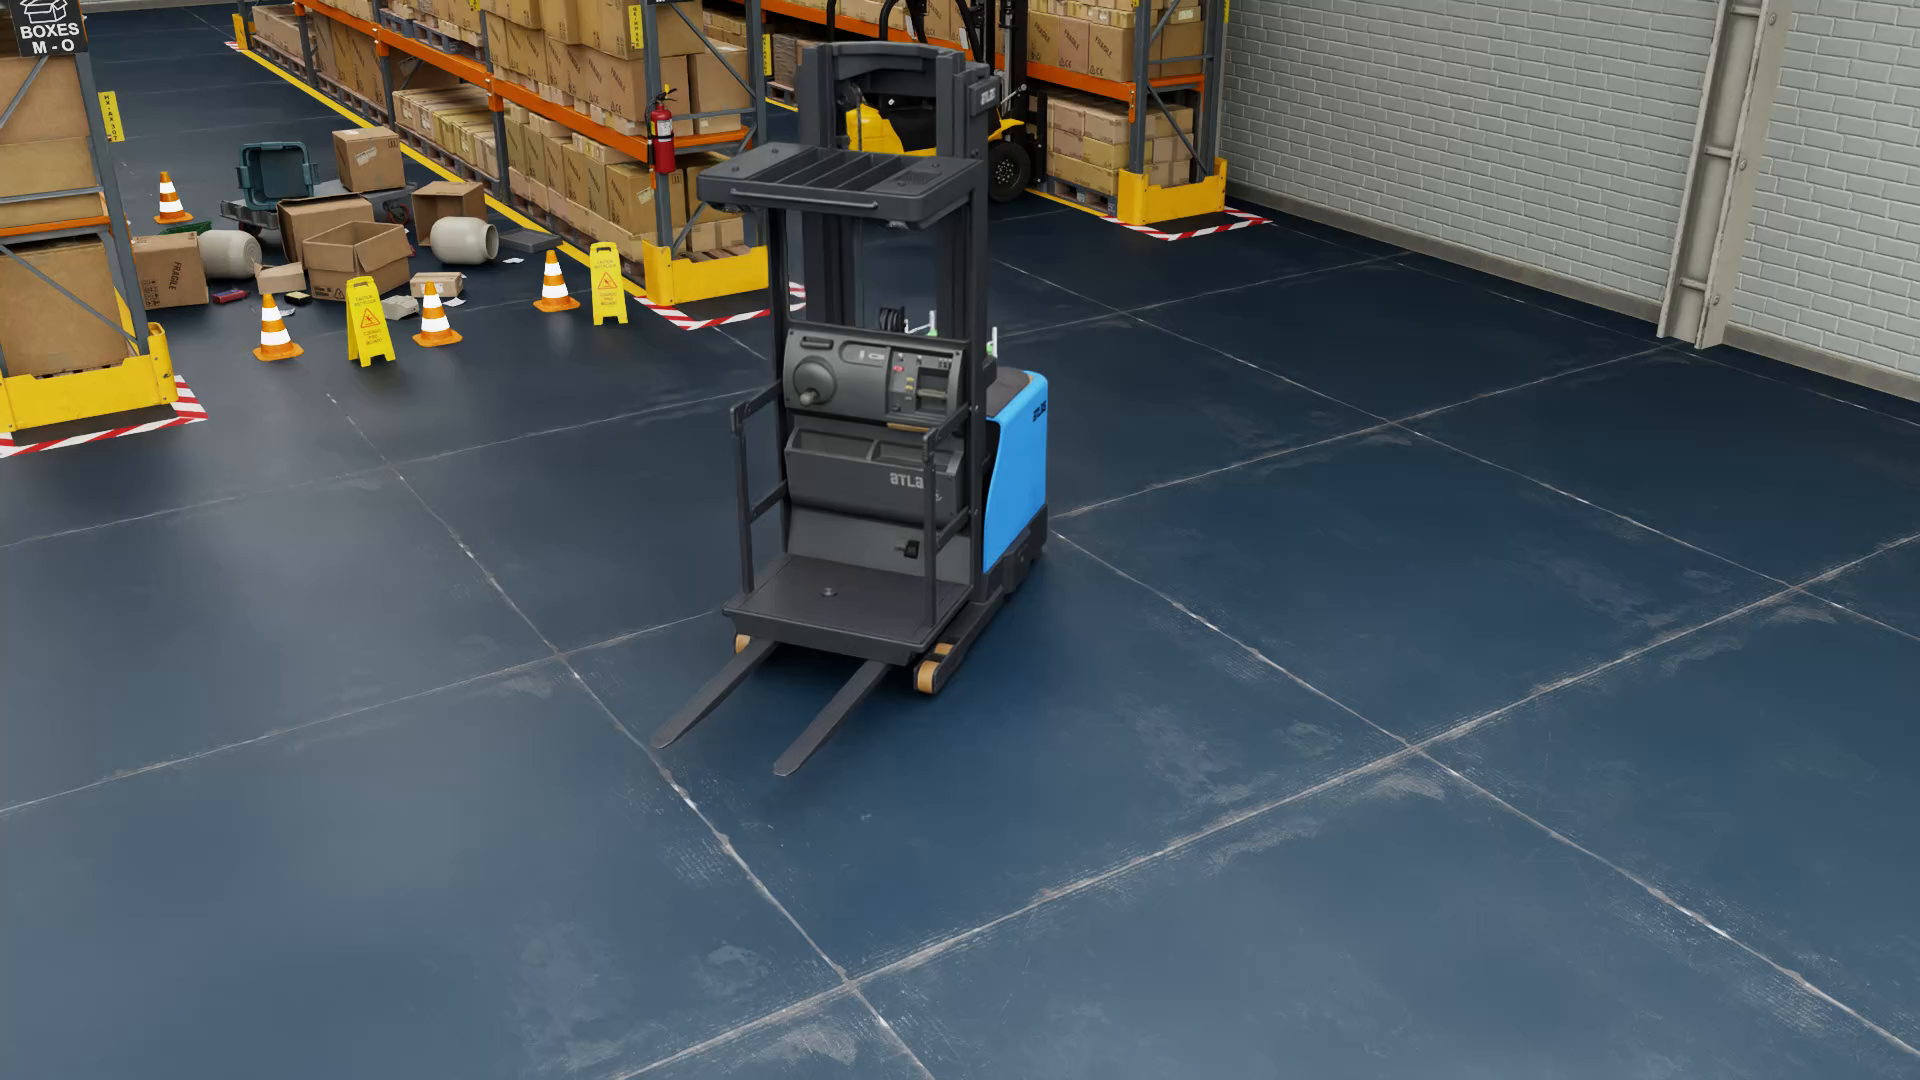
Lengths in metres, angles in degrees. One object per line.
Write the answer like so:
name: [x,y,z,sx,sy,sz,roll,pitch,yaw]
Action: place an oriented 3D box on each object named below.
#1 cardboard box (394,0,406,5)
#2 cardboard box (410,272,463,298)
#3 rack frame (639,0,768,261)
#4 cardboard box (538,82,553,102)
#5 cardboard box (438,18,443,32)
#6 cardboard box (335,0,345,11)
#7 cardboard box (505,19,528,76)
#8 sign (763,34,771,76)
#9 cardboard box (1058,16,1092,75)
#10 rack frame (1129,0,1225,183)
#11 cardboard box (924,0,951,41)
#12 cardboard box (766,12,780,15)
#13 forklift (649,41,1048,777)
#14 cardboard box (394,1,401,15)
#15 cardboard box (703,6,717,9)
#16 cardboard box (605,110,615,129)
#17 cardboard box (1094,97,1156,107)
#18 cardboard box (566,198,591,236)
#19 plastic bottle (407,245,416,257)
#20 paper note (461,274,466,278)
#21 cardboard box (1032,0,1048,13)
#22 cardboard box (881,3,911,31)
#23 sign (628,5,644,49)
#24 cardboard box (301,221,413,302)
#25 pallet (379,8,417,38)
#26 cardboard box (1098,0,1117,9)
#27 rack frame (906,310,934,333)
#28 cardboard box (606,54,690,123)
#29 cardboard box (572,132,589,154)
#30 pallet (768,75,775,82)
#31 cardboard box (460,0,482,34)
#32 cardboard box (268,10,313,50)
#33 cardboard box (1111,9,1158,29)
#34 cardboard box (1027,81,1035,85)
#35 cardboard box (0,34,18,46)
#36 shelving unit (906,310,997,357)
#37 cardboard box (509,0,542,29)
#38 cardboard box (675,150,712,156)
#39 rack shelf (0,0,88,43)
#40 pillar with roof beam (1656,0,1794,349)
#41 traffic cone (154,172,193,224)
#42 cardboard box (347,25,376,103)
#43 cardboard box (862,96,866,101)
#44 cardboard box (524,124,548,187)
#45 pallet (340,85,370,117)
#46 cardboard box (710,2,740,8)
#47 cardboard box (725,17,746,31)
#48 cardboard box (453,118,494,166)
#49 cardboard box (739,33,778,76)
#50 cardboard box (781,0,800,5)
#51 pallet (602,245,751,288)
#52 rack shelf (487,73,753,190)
cardboard box: [-6.082,-6.299,18.622,0.500,0.500,0.500,-14,29,-27]
cardboard box: [-4.465,-2.176,14.186,0.380,0.149,0.250,-1,25,-3]
rack frame: [-2.057,-3.468,13.582,1.000,3.000,0.127,-16,29,-30]
cardboard box: [-3.647,-4.138,15.295,0.380,0.149,0.250,-15,29,-29]
cardboard box: [-5.298,-5.463,17.610,0.380,0.149,0.250,-16,29,-30]
cardboard box: [-7.471,-6.745,20.699,0.500,0.250,0.500,-16,30,-30]
cardboard box: [-3.940,-4.682,15.688,0.500,0.500,0.500,-16,29,-30]
sign: [-1.602,-3.986,13.665,0.100,0.325,0.005,-16,29,-30]
cardboard box: [1.336,-4.974,16.655,0.500,0.500,0.500,-15,29,-28]
rack frame: [2.100,-4.626,16.035,1.000,3.000,0.127,-16,29,-30]
cardboard box: [-0.060,-5.882,18.579,0.500,0.500,0.500,-16,30,-31]
cardboard box: [-2.687,-7.390,23.566,0.380,0.149,0.250,-17,30,-32]
forklift: [-0.507,-0.770,7.947,1.130,2.935,3.031,9,27,19]
cardboard box: [-6.166,-6.028,18.808,0.380,0.149,0.250,-18,31,-33]
cardboard box: [-3.713,-7.628,24.071,0.380,0.149,0.250,-14,29,-28]
cardboard box: [-2.794,-3.600,14.155,0.380,0.149,0.250,-16,30,-30]
cardboard box: [1.720,-4.418,17.153,0.500,0.250,0.500,-15,29,-29]
cardboard box: [-3.290,-3.014,15.349,0.500,0.250,0.500,-17,30,-31]
plastic bottle: [-5.107,-2.671,15.336,0.133,0.061,0.283,-10,27,-21]
paper note: [-4.393,-2.332,14.679,0.032,0.001,0.123,-16,29,-30]
cardboard box: [0.955,-5.476,16.960,0.380,0.149,0.250,-15,29,-29]
cardboard box: [-0.578,-6.108,19.351,0.500,0.250,0.500,-15,29,-28]
sign: [-2.533,-4.012,13.009,0.100,0.325,0.005,-16,29,-30]
cardboard box: [-5.137,-2.377,14.196,0.637,0.503,0.797,7,26,15]
pallet: [-5.946,-6.012,19.197,1.213,0.211,1.003,-16,29,-30]
cardboard box: [1.567,-5.259,16.151,0.380,0.149,0.250,-15,29,-29]
rack frame: [-0.240,-0.778,9.992,0.015,1.200,0.240,21,32,37]
cardboard box: [-2.584,-3.777,13.772,0.500,0.500,0.500,-16,30,-30]
cardboard box: [-3.246,-3.573,14.897,0.380,0.149,0.250,-14,29,-27]
pallet: [-2.643,-6.502,23.276,1.003,0.211,1.213,-16,29,-30]
cardboard box: [-4.685,-5.380,16.675,0.500,0.500,0.500,-16,30,-31]
cardboard box: [-9.841,-7.684,25.022,0.875,0.438,0.875,-15,29,-28]
cardboard box: [1.676,-5.023,16.000,0.380,0.149,0.250,-15,29,-29]
cardboard box: [0.469,-4.849,18.065,0.500,0.250,0.500,-14,29,-28]
cardboard box: [-6.697,-3.151,11.471,0.875,0.550,0.550,-16,29,-30]
shelving unit: [-0.058,-0.709,9.846,0.503,1.200,0.258,21,32,37]
cardboard box: [-3.670,-4.949,15.082,0.700,0.500,0.500,-16,30,-31]
cardboard box: [-2.568,-3.301,15.079,0.500,0.500,0.500,-17,30,-31]
rack shelf: [-7.241,-4.025,12.090,1.077,0.370,4.000,-16,29,-30]
pillar with roof beam: [2.143,-4.649,9.056,9.100,9.000,0.400,-16,29,-30]
traffic cone: [-7.800,-3.393,16.396,0.336,0.463,0.334,-16,29,-30]
cardboard box: [-7.215,-6.145,21.250,0.875,0.875,0.875,-15,29,-29]
cardboard box: [-0.795,-5.636,20.465,0.875,0.625,0.625,-16,30,-30]
cardboard box: [-3.843,-3.721,15.970,0.500,0.500,0.500,-14,29,-28]
pallet: [-7.453,-5.804,21.797,1.003,0.211,1.213,-16,29,-30]
cardboard box: [-3.453,-7.832,24.503,0.380,0.149,0.250,-15,29,-28]
cardboard box: [-3.031,-7.153,23.064,0.380,0.149,0.250,-17,30,-31]
cardboard box: [-4.924,-4.343,18.023,0.950,0.372,0.625,-14,28,-26]
cardboard box: [-2.678,-6.648,22.755,0.500,0.500,0.500,-15,29,-28]
cardboard box: [-1.959,-7.023,21.288,0.500,0.250,0.500,-16,30,-31]
pallet: [-2.512,-2.533,14.868,1.003,0.211,1.213,-16,29,-30]
rack shelf: [-3.149,-3.858,15.251,1.077,0.370,4.000,-16,29,-30]
